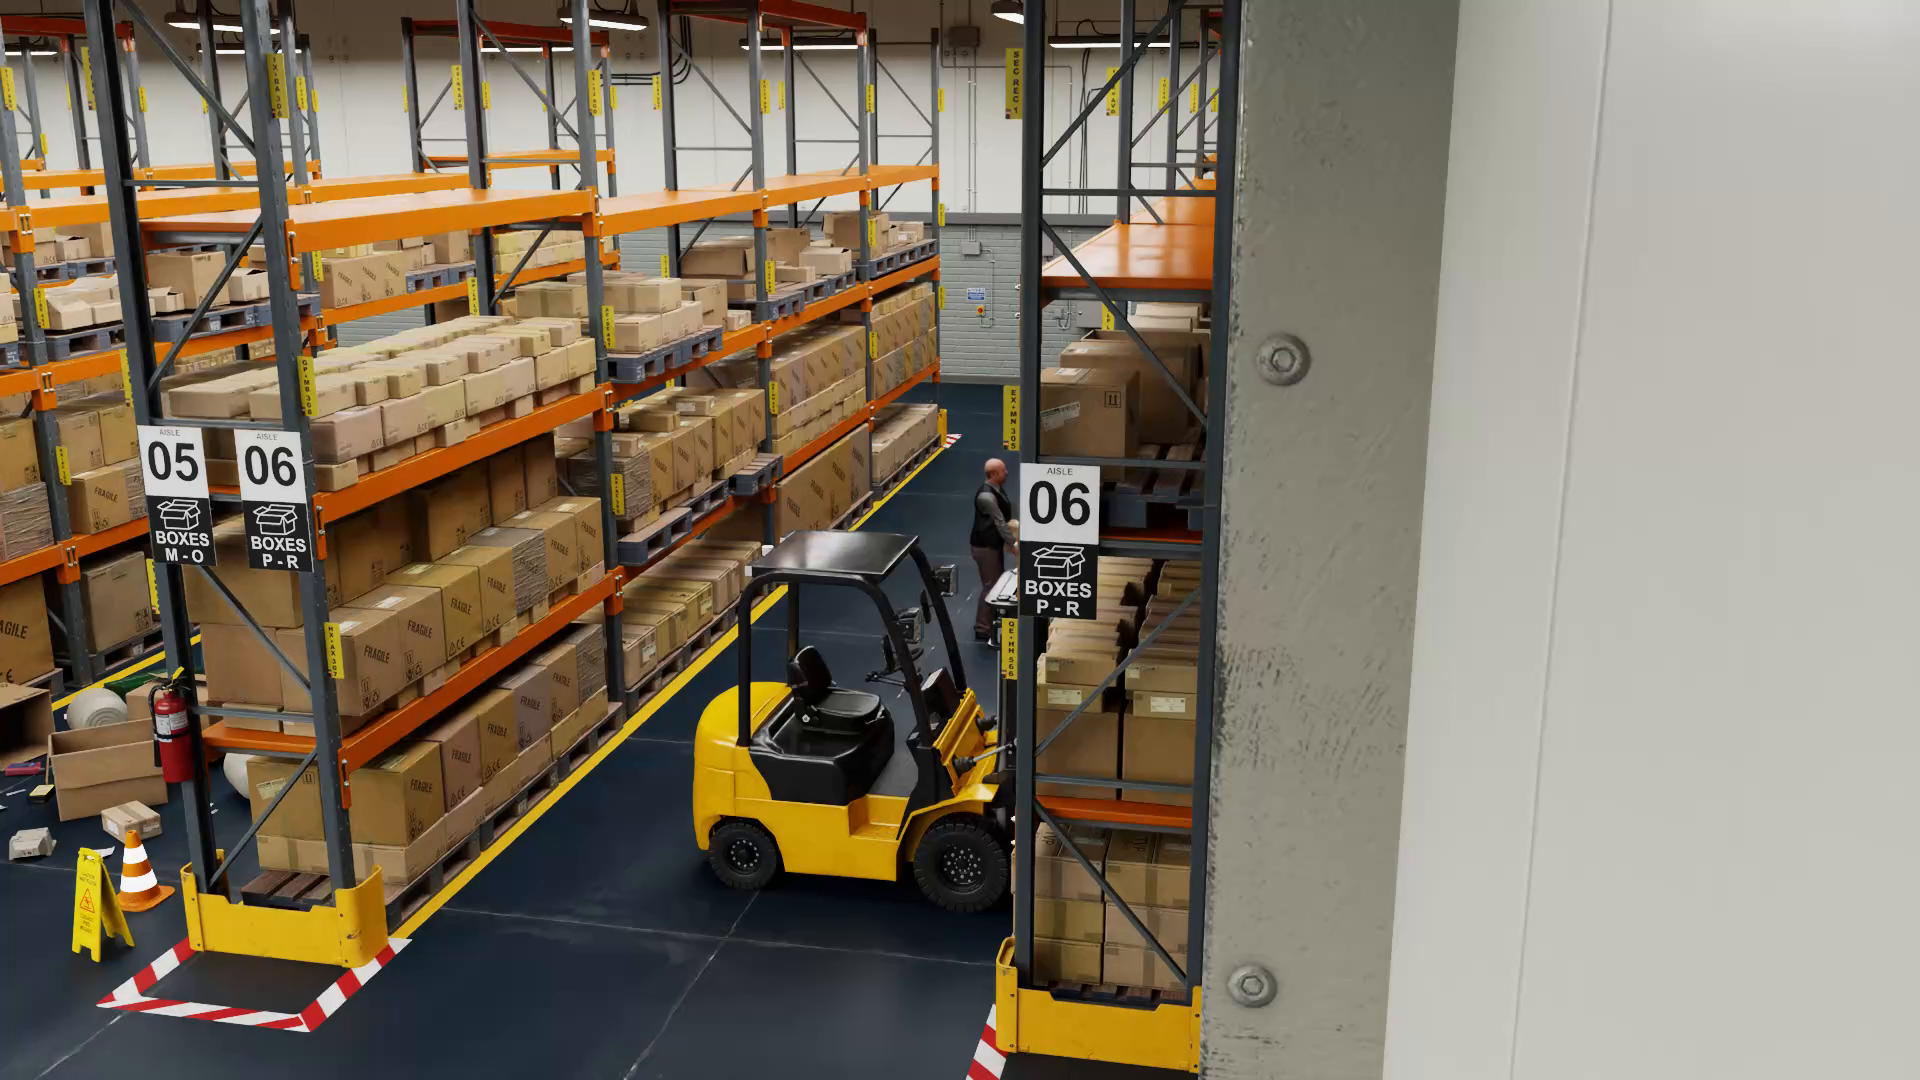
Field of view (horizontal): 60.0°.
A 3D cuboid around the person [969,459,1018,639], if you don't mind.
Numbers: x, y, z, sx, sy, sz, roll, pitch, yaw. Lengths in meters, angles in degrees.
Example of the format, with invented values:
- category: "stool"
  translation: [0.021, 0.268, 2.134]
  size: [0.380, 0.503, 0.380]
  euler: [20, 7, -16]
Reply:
- category: "person"
  translation: [0.379, 0.075, 15.786]
  size: [0.558, 1.720, 0.494]
  euler: [3, 15, 10]
